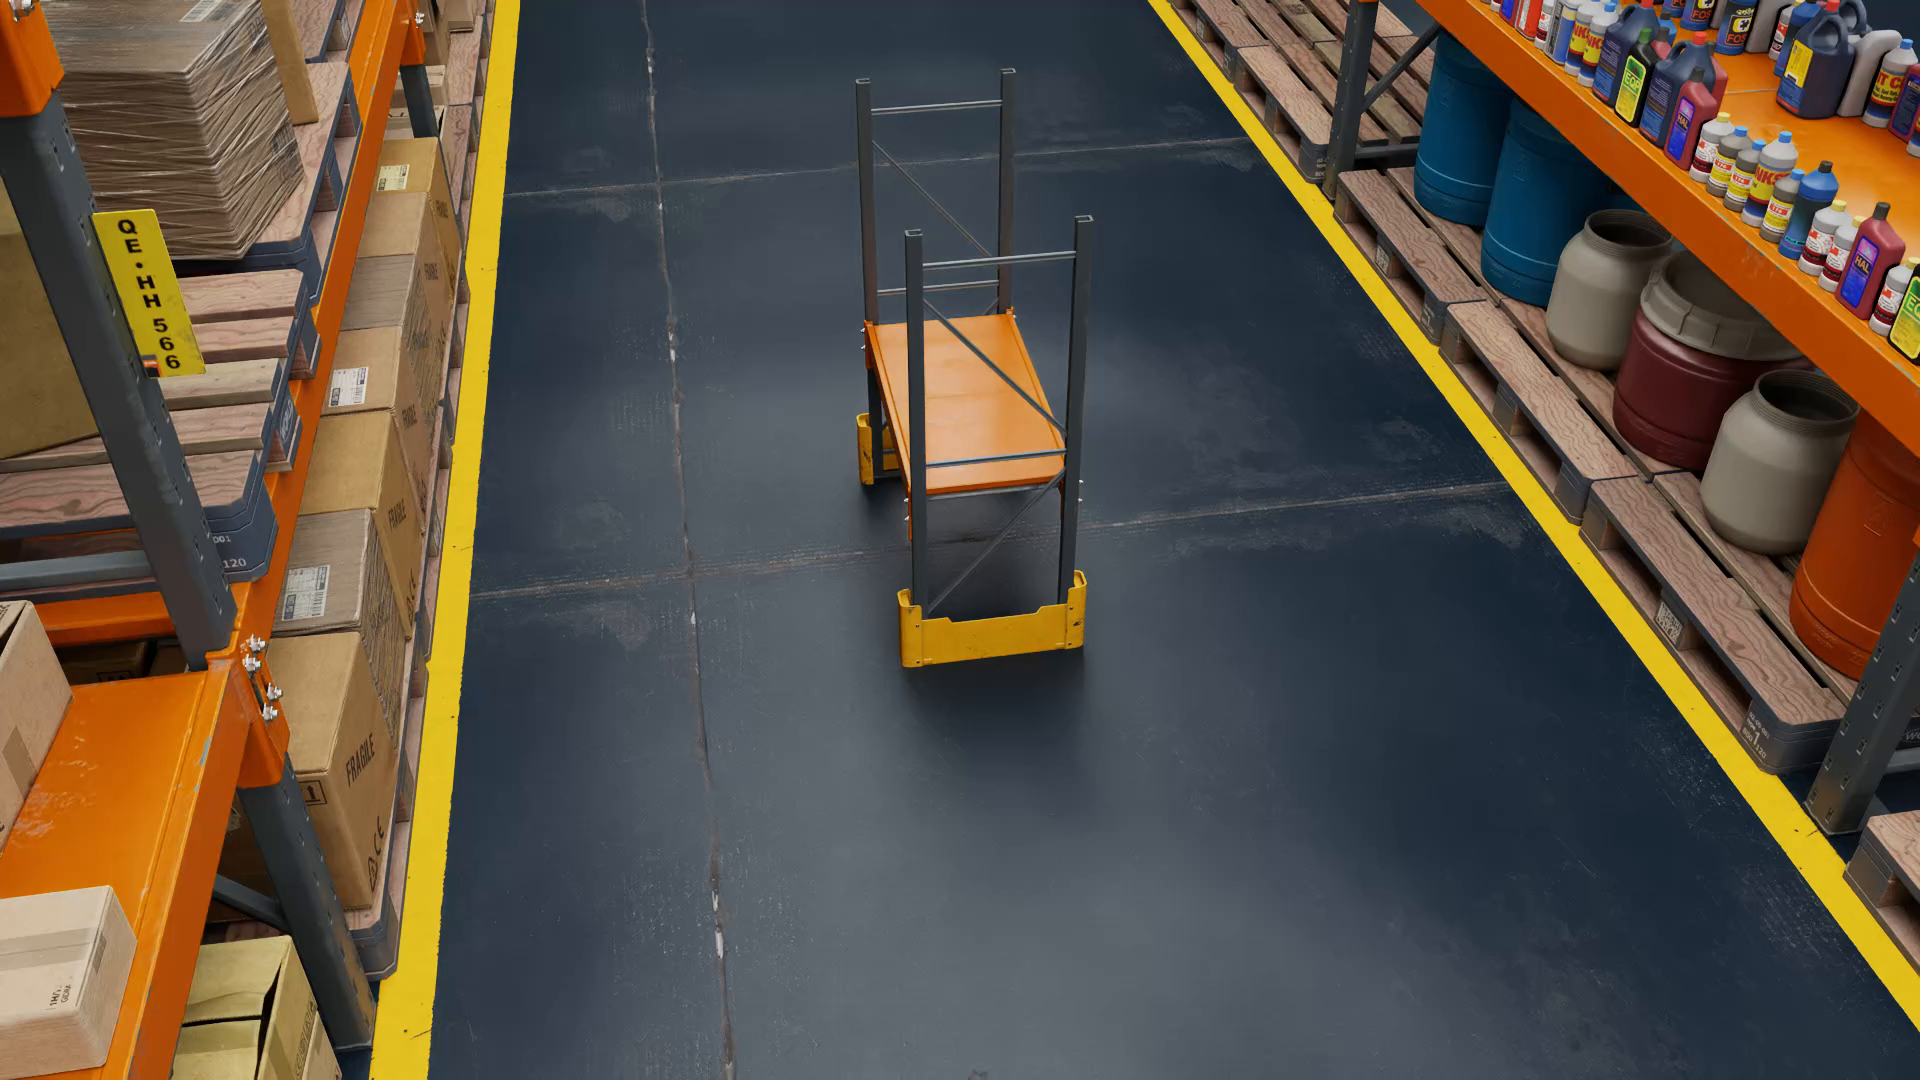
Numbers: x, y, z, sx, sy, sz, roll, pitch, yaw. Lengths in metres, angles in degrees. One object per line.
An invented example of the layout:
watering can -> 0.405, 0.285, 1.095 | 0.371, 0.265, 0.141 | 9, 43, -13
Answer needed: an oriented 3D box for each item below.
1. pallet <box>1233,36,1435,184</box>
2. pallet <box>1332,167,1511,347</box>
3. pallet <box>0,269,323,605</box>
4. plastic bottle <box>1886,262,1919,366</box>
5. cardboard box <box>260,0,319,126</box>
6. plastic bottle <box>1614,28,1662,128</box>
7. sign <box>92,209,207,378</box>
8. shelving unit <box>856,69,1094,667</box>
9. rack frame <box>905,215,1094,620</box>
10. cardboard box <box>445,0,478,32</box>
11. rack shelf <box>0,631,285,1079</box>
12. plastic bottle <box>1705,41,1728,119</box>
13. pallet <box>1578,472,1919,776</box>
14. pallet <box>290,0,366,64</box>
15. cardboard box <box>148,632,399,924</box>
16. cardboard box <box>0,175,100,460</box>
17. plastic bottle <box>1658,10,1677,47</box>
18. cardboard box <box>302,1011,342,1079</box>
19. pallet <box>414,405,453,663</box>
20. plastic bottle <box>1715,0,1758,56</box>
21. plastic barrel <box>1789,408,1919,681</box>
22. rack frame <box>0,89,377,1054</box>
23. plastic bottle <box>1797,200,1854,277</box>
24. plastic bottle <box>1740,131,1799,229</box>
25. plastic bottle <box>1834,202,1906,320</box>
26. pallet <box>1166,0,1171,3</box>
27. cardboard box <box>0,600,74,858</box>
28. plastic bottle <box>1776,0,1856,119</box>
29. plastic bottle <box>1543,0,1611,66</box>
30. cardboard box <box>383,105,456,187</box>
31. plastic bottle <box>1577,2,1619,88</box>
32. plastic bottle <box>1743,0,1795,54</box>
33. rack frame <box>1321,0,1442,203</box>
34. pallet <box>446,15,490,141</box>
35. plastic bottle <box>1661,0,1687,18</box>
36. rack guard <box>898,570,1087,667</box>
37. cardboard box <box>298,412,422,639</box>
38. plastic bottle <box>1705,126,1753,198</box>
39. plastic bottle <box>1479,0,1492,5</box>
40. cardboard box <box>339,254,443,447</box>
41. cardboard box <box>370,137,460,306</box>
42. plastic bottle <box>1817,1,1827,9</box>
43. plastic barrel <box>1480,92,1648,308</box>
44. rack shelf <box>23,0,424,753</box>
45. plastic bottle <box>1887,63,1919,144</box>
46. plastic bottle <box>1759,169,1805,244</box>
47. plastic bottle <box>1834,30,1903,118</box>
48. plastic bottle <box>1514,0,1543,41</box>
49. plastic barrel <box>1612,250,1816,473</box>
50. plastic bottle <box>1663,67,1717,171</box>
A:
pallet -> 2.048, -2.193, 8.400 | 1.003, 0.211, 1.213 | -6, 38, -8
pallet -> 2.309, -1.282, 7.228 | 1.003, 0.211, 1.213 | -6, 38, -8
pallet -> -2.149, -0.233, 3.762 | 1.213, 0.211, 1.003 | -6, 38, -8
plastic bottle -> 2.425, -0.590, 4.160 | 0.061, 0.283, 0.133 | -6, 38, -8
cardboard box -> -2.292, -1.468, 4.771 | 0.700, 0.500, 0.500 | -16, 41, -19
plastic bottle -> 2.169, -1.473, 5.296 | 0.061, 0.283, 0.133 | -6, 38, -8
sign -> -1.415, -0.426, 2.910 | 0.100, 0.325, 0.005 | -6, 38, -8
shelving unit -> 0.013, -0.546, 5.231 | 0.587, 1.500, 1.083 | -6, 38, -8
rack frame -> 0.104, -0.234, 4.828 | 0.500, 1.500, 0.032 | -6, 38, -8
cardboard box -> -2.889, -2.948, 8.983 | 0.500, 0.250, 0.500 | -6, 38, -8
rack shelf -> -1.611, 1.585, 1.852 | 1.077, 0.370, 4.000 | -6, 38, -8
plastic bottle -> 2.334, -1.408, 5.212 | 0.061, 0.283, 0.133 | -6, 38, -8
pallet -> 2.737, 0.192, 5.331 | 1.003, 0.211, 1.213 | -6, 38, -8
pallet -> -2.630, -1.753, 5.718 | 1.003, 0.211, 1.213 | -6, 38, -8
cardboard box -> -1.760, 0.600, 4.211 | 0.500, 0.500, 0.500 | -5, 38, -6
cardboard box -> -2.183, -0.481, 3.500 | 0.700, 0.500, 0.500 | -19, 42, -23
plastic bottle -> 2.293, -1.608, 5.480 | 0.097, 0.271, 0.097 | 0, 38, 0
cardboard box -> -1.629, 1.304, 3.525 | 0.500, 0.250, 0.500 | -5, 38, -7
pallet -> -2.266, 0.003, 5.574 | 1.003, 0.211, 1.213 | -6, 38, -8
plastic bottle -> 2.699, -1.829, 5.764 | 0.097, 0.271, 0.097 | 0, 38, 0
plastic barrel -> 2.813, -0.040, 4.784 | 0.600, 0.830, 0.708 | -6, 38, -8
rack frame -> -1.961, 0.093, 3.186 | 1.000, 3.000, 0.127 | -6, 38, -8
plastic bottle -> 2.365, -0.828, 4.532 | 0.097, 0.201, 0.097 | 0, 38, 0
plastic bottle -> 2.314, -1.032, 4.738 | 0.097, 0.271, 0.097 | 0, 38, 0
plastic bottle -> 2.385, -0.730, 4.339 | 0.061, 0.283, 0.133 | -6, 38, -8
pallet -> 1.620, -3.666, 10.297 | 1.003, 0.211, 1.213 | -6, 38, -8
cardboard box -> -1.941, 0.352, 2.924 | 0.500, 0.311, 0.500 | -4, 38, -5
plastic bottle -> 2.765, -1.551, 5.342 | 0.144, 0.351, 0.185 | -6, 38, -8
plastic bottle -> 2.124, -1.785, 5.704 | 0.152, 0.276, 0.135 | -6, 38, -8
cardboard box -> -2.523, -1.712, 7.342 | 0.500, 0.311, 0.500 | -6, 38, -8
plastic bottle -> 2.134, -1.651, 5.536 | 0.097, 0.271, 0.097 | 0, 38, 0
plastic bottle -> 2.819, -1.855, 5.794 | 0.152, 0.276, 0.135 | -6, 38, -8
rack frame -> 2.215, -2.854, 6.979 | 1.000, 3.000, 0.127 | -6, 38, -8
pallet -> -2.999, -2.375, 8.636 | 1.003, 0.211, 1.213 | -6, 38, -8
plastic bottle -> 2.635, -2.050, 6.049 | 0.097, 0.271, 0.097 | 0, 38, 0
rack guard -> 0.101, 0.248, 5.227 | 0.587, 0.250, 0.087 | -6, 38, -8
cardboard box -> -1.940, -0.019, 5.008 | 0.500, 0.500, 0.500 | -7, 38, -9
plastic bottle -> 2.280, -1.122, 4.911 | 0.097, 0.201, 0.097 | 0, 38, 0
plastic bottle -> 1.995, -2.102, 6.173 | 0.097, 0.201, 0.097 | 0, 38, 0
cardboard box -> -2.128, -0.640, 5.808 | 0.500, 0.500, 0.500 | -6, 38, -7
cardboard box -> -2.294, -1.243, 6.584 | 0.500, 0.500, 0.500 | -6, 38, -8
plastic bottle -> 2.904, -1.723, 5.618 | 0.061, 0.283, 0.133 | -6, 38, -8
plastic barrel -> 2.417, -1.433, 6.518 | 0.600, 0.901, 0.708 | -6, 38, -8
rack shelf -> -2.312, -0.831, 4.961 | 1.077, 0.370, 4.000 | -6, 38, -8
plastic bottle -> 3.001, -1.391, 5.190 | 0.061, 0.283, 0.133 | -6, 38, -8
plastic bottle -> 2.331, -0.945, 4.684 | 0.097, 0.201, 0.097 | 0, 38, 0
plastic bottle -> 2.915, -1.523, 5.366 | 0.152, 0.276, 0.135 | -6, 38, -8
plastic bottle -> 2.083, -1.925, 5.884 | 0.152, 0.276, 0.135 | -6, 38, -8
plastic barrel -> 2.615, -0.627, 5.736 | 0.600, 0.588, 0.708 | -6, 38, -8
plastic bottle -> 2.225, -1.281, 5.049 | 0.061, 0.283, 0.133 | -6, 38, -8
